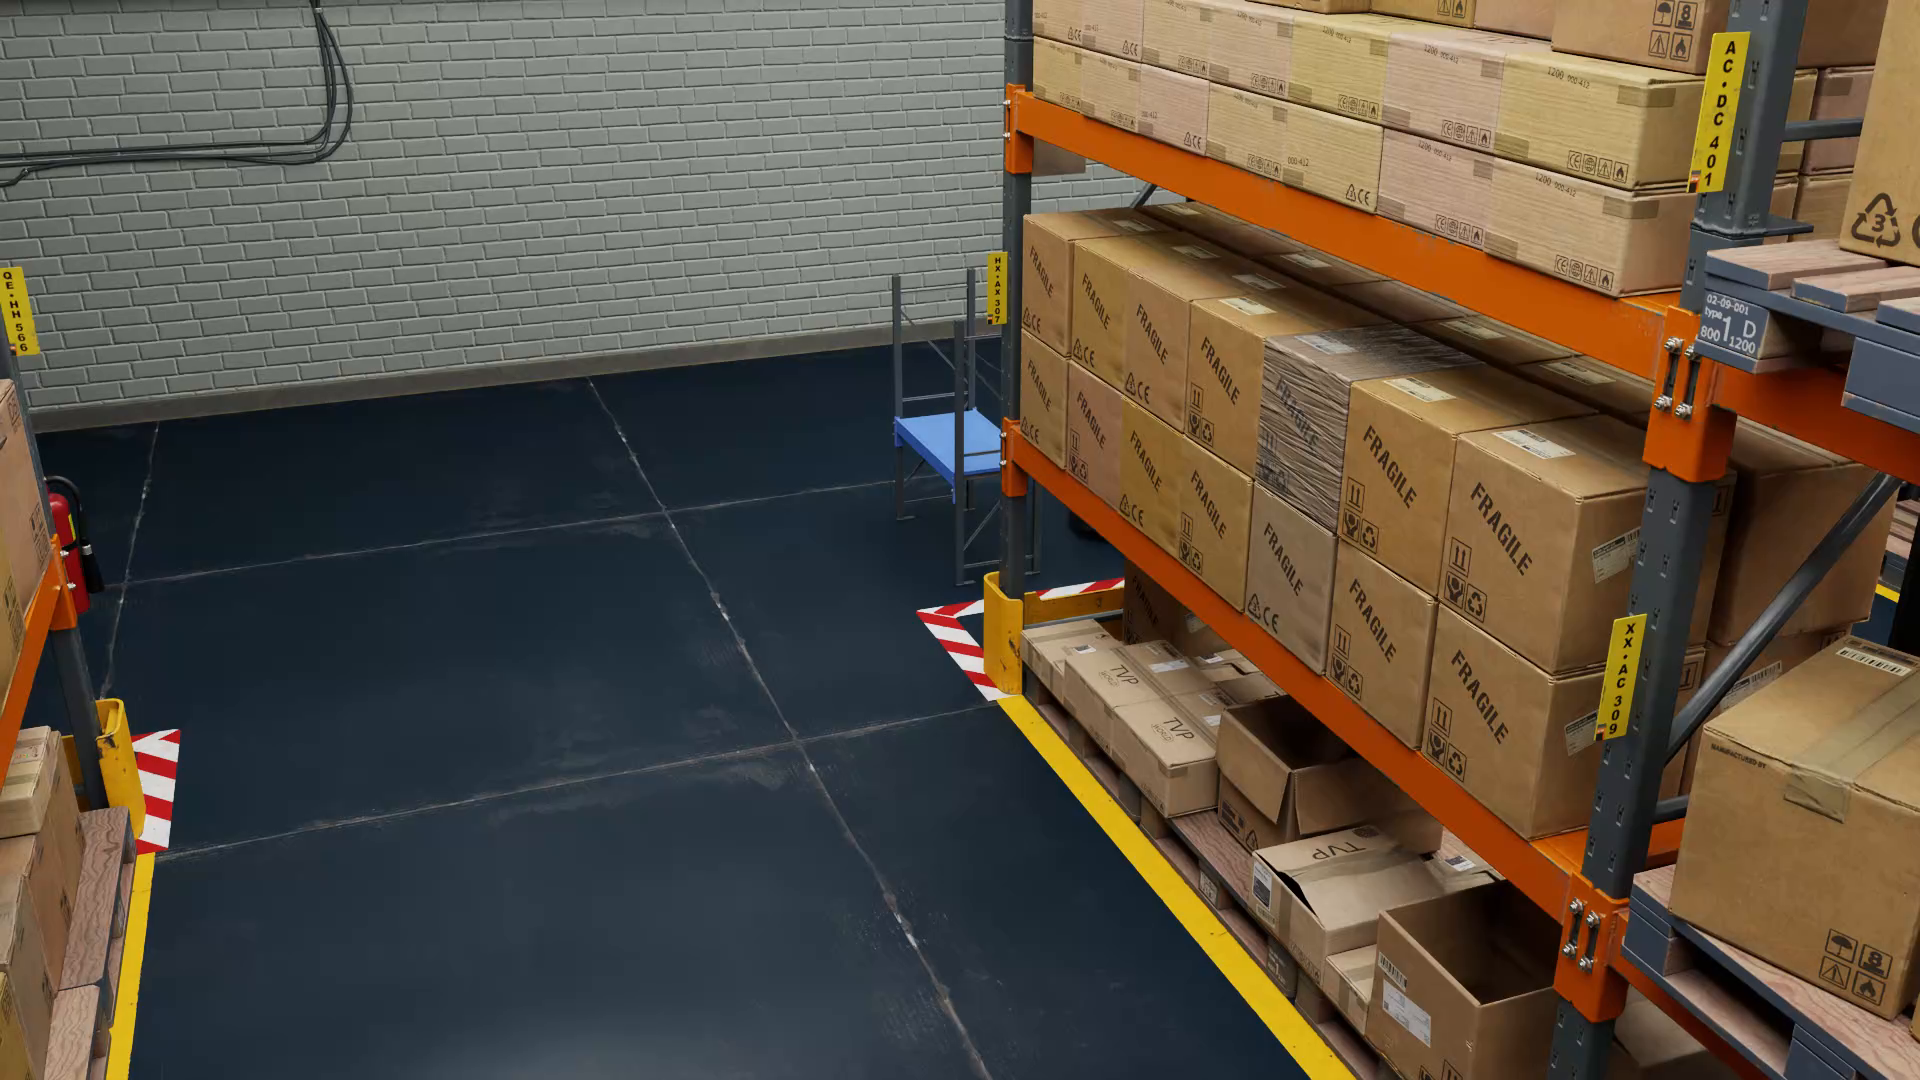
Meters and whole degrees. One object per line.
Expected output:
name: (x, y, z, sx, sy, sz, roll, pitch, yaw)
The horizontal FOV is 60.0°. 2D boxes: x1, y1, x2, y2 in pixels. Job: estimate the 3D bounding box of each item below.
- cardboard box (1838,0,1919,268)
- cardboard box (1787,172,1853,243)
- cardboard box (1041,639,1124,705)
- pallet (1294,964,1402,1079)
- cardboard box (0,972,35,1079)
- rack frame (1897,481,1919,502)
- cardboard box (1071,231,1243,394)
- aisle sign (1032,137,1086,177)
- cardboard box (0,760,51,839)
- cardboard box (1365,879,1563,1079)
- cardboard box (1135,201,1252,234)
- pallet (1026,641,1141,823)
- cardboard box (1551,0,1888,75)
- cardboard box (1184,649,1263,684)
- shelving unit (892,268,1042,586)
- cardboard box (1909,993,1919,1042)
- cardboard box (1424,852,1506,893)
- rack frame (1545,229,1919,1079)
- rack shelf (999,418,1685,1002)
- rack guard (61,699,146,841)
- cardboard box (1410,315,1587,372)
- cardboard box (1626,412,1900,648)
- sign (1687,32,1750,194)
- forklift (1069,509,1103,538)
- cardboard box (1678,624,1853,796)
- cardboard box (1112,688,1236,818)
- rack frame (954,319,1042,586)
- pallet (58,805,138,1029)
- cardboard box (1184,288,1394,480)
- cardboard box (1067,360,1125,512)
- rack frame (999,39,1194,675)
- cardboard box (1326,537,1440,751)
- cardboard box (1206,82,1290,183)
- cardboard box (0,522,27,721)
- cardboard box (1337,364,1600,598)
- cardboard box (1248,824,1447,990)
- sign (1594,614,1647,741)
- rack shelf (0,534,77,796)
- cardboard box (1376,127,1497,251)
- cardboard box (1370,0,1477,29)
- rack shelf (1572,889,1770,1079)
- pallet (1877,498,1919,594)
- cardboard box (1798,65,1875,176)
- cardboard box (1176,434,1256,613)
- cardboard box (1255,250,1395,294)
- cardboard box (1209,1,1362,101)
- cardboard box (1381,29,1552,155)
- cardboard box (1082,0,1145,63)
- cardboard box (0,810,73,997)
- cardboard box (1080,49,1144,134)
cardboard box: (2.199, -0.822, 3.177, 0.600, 0.600, 0.600, -11, 25, -24)
cardboard box: (2.150, -0.871, 4.285, 0.500, 0.250, 0.500, -8, 24, -19)
cardboard box: (0.592, 0.593, 7.563, 0.380, 0.166, 0.250, -8, 24, -19)
pallet: (1.849, 1.689, 5.472, 1.003, 0.211, 1.213, -8, 24, -19)
cardboard box: (-3.064, 1.637, 4.682, 0.700, 0.500, 0.500, -8, 24, -18)
rack frame: (5.313, -1.479, 9.396, 1.000, 3.000, 0.127, -8, 24, -19)
cardboard box: (0.779, -0.921, 6.656, 0.500, 0.500, 0.500, -8, 24, -18)
aisle sign: (0.379, -1.983, 7.245, 0.394, 0.787, 0.004, -8, 24, -19)
cardboard box: (-3.308, 0.895, 5.606, 0.380, 0.149, 0.250, -8, 24, -18)
cardboard box: (1.624, 1.434, 5.137, 0.500, 0.500, 0.500, -8, 24, -19)
cardboard box: (1.092, -1.183, 7.279, 0.500, 0.500, 0.500, -9, 24, -19)
pallet: (0.987, 0.802, 7.576, 1.003, 0.211, 1.213, -8, 24, -19)
cardboard box: (1.883, -1.407, 3.949, 0.700, 0.500, 0.500, -8, 24, -19)
cardboard box: (1.159, 0.626, 7.485, 0.380, 0.166, 0.250, -8, 24, -19)
shelving unit: (0.030, -0.660, 9.385, 0.538, 1.500, 1.048, -8, 24, -19)
cardboard box: (2.351, 0.857, 3.184, 0.700, 0.500, 0.500, -5, 23, -11)
cardboard box: (1.830, 1.261, 5.978, 0.380, 0.166, 0.250, -8, 24, -19)
rack frame: (2.090, 0.653, 4.338, 1.000, 3.000, 0.127, -8, 24, -19)
rack shelf: (1.384, 0.258, 6.202, 1.077, 0.370, 4.000, -8, 24, -19)
rack guard: (-3.964, 1.024, 6.677, 1.175, 0.500, 0.348, -8, 24, -19)
cardboard box: (1.823, -0.438, 5.510, 0.500, 0.500, 0.500, -9, 25, -21)
cardboard box: (2.187, -0.064, 4.623, 0.500, 0.500, 0.500, -8, 24, -18)
sign: (1.585, -0.890, 3.472, 0.100, 0.325, 0.005, -8, 24, -19)
forklift: (2.210, -1.431, 9.372, 3.031, 2.935, 1.130, 5, 23, 11)
cardboard box: (2.165, 0.384, 4.847, 0.500, 0.500, 0.500, -8, 24, -18)
cardboard box: (0.957, 0.864, 6.812, 0.500, 0.250, 0.500, -8, 24, -19)
rack frame: (0.210, -0.475, 8.947, 0.500, 1.500, 0.032, -8, 24, -19)
pallet: (-3.600, 1.446, 6.049, 1.003, 0.211, 1.213, -8, 24, -19)
cardboard box: (1.132, -0.554, 5.786, 0.500, 0.500, 0.500, -9, 24, -19)
cardboard box: (0.775, -0.462, 6.856, 0.500, 0.500, 0.500, -9, 24, -20)
rack frame: (0.677, -0.800, 7.787, 1.000, 3.000, 0.127, -8, 24, -19)
cardboard box: (1.490, 0.273, 5.110, 0.500, 0.500, 0.500, -8, 24, -17)
cardboard box: (1.146, -1.346, 5.413, 0.500, 0.250, 0.500, -8, 24, -19)
cardboard box: (-3.499, 0.189, 5.053, 0.980, 0.700, 0.700, -9, 24, -19)
cardboard box: (1.486, -0.188, 4.917, 0.500, 0.500, 0.500, -9, 24, -20)
cardboard box: (1.359, 1.249, 5.821, 0.500, 0.311, 0.500, -8, 24, -19)
sign: (1.585, 0.331, 3.987, 0.100, 0.325, 0.005, -8, 24, -19)
rack shelf: (-3.249, 0.939, 4.586, 1.077, 0.370, 4.000, -8, 24, -19)
cardboard box: (1.503, -0.983, 4.552, 0.500, 0.250, 0.500, -8, 24, -19)
cardboard box: (1.657, -1.789, 4.855, 0.700, 0.500, 0.500, -8, 24, -19)
rack shelf: (2.797, 1.711, 2.754, 1.077, 0.370, 4.000, -8, 24, -19)
pallet: (5.568, 0.111, 9.214, 1.003, 0.211, 1.213, -8, 24, -19)
cardboard box: (2.151, -1.101, 4.188, 0.500, 0.250, 0.500, -8, 24, -19)
cardboard box: (1.124, -0.098, 5.991, 0.500, 0.500, 0.500, -8, 24, -18)
cardboard box: (1.459, -0.812, 6.398, 0.500, 0.500, 0.500, -8, 24, -18)
cardboard box: (1.141, -1.576, 5.314, 0.500, 0.250, 0.500, -8, 24, -19)
cardboard box: (1.491, -1.212, 4.451, 0.500, 0.250, 0.500, -8, 24, -19)
cardboard box: (0.785, -1.939, 6.175, 0.500, 0.250, 0.500, -8, 24, -19)
cardboard box: (-3.438, 1.262, 5.573, 0.700, 0.500, 0.500, -8, 24, -19)
cardboard box: (0.786, -1.708, 6.272, 0.500, 0.250, 0.500, -8, 24, -19)
